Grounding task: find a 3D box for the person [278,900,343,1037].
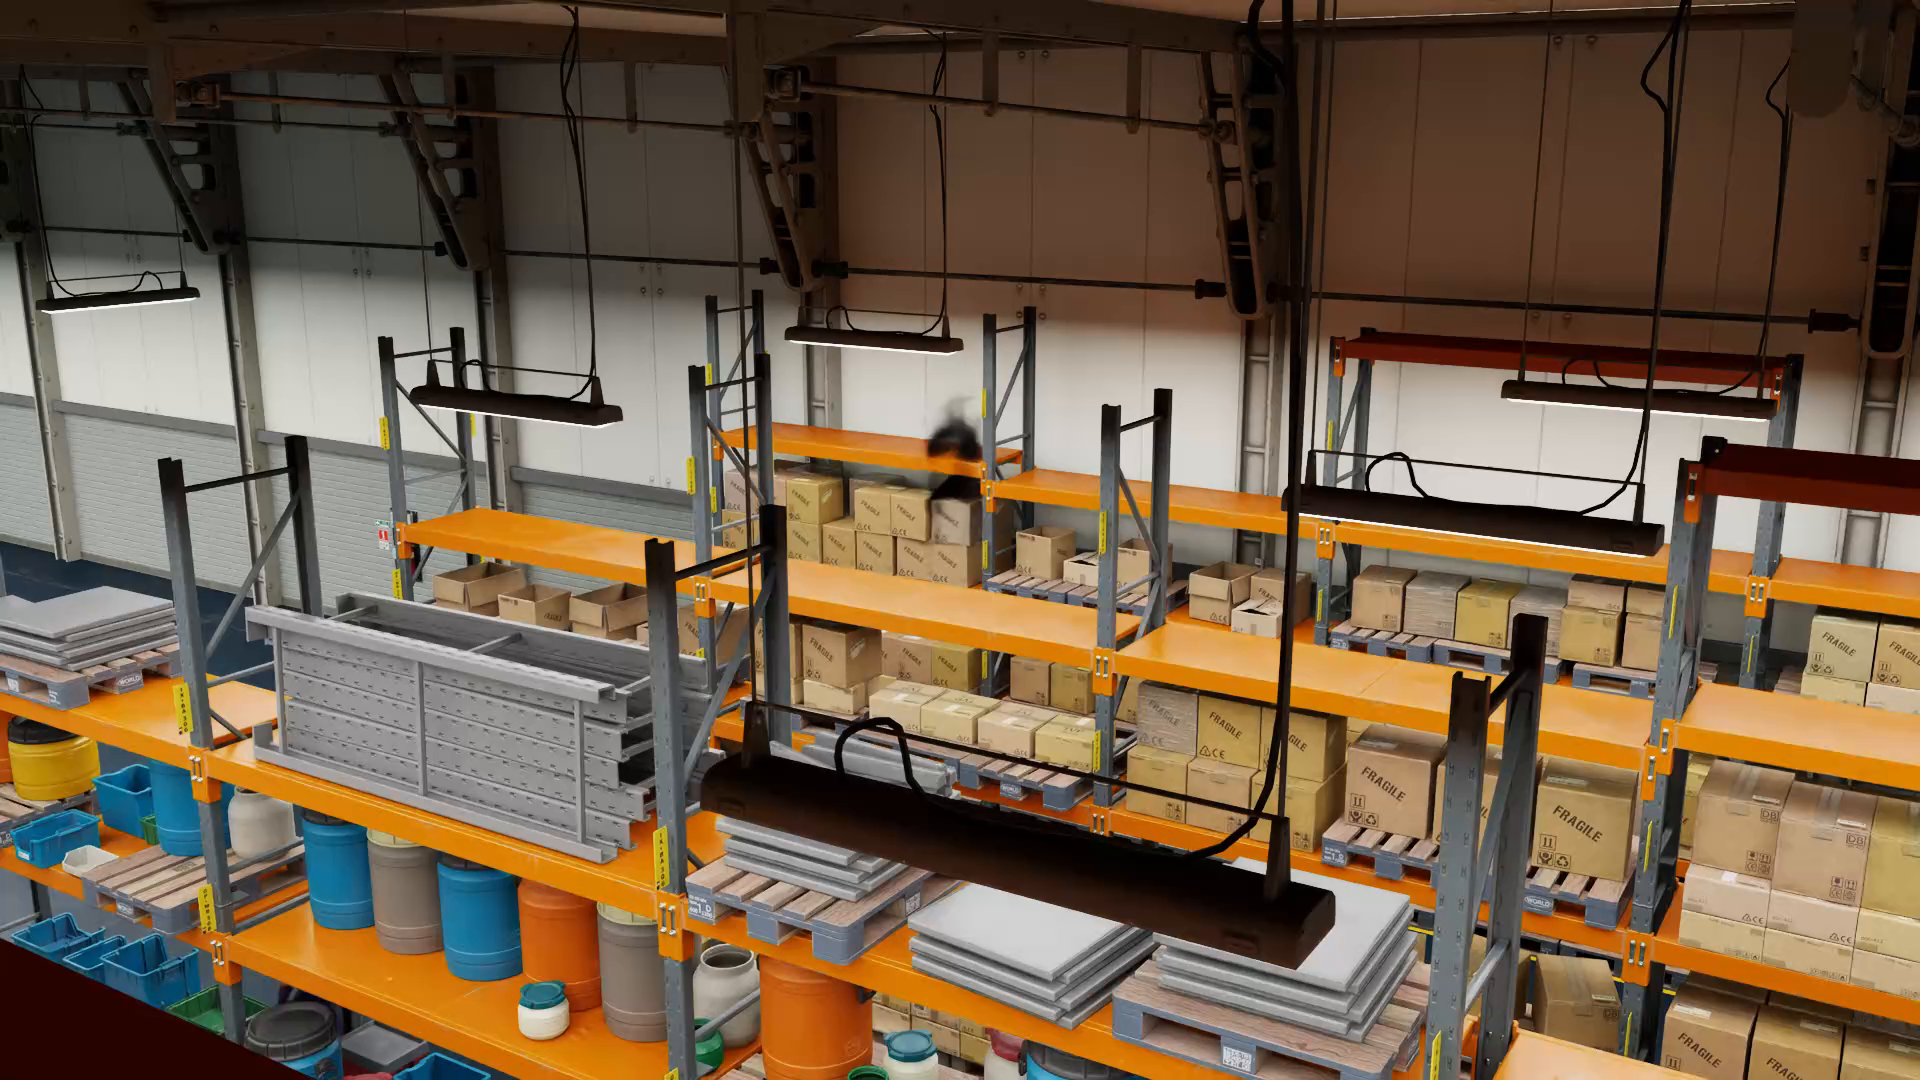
[{"bbox_3d":[-5.626,3.808,14.273,0.913,1.639,0.602,6,15,24],"label":"person"}]
